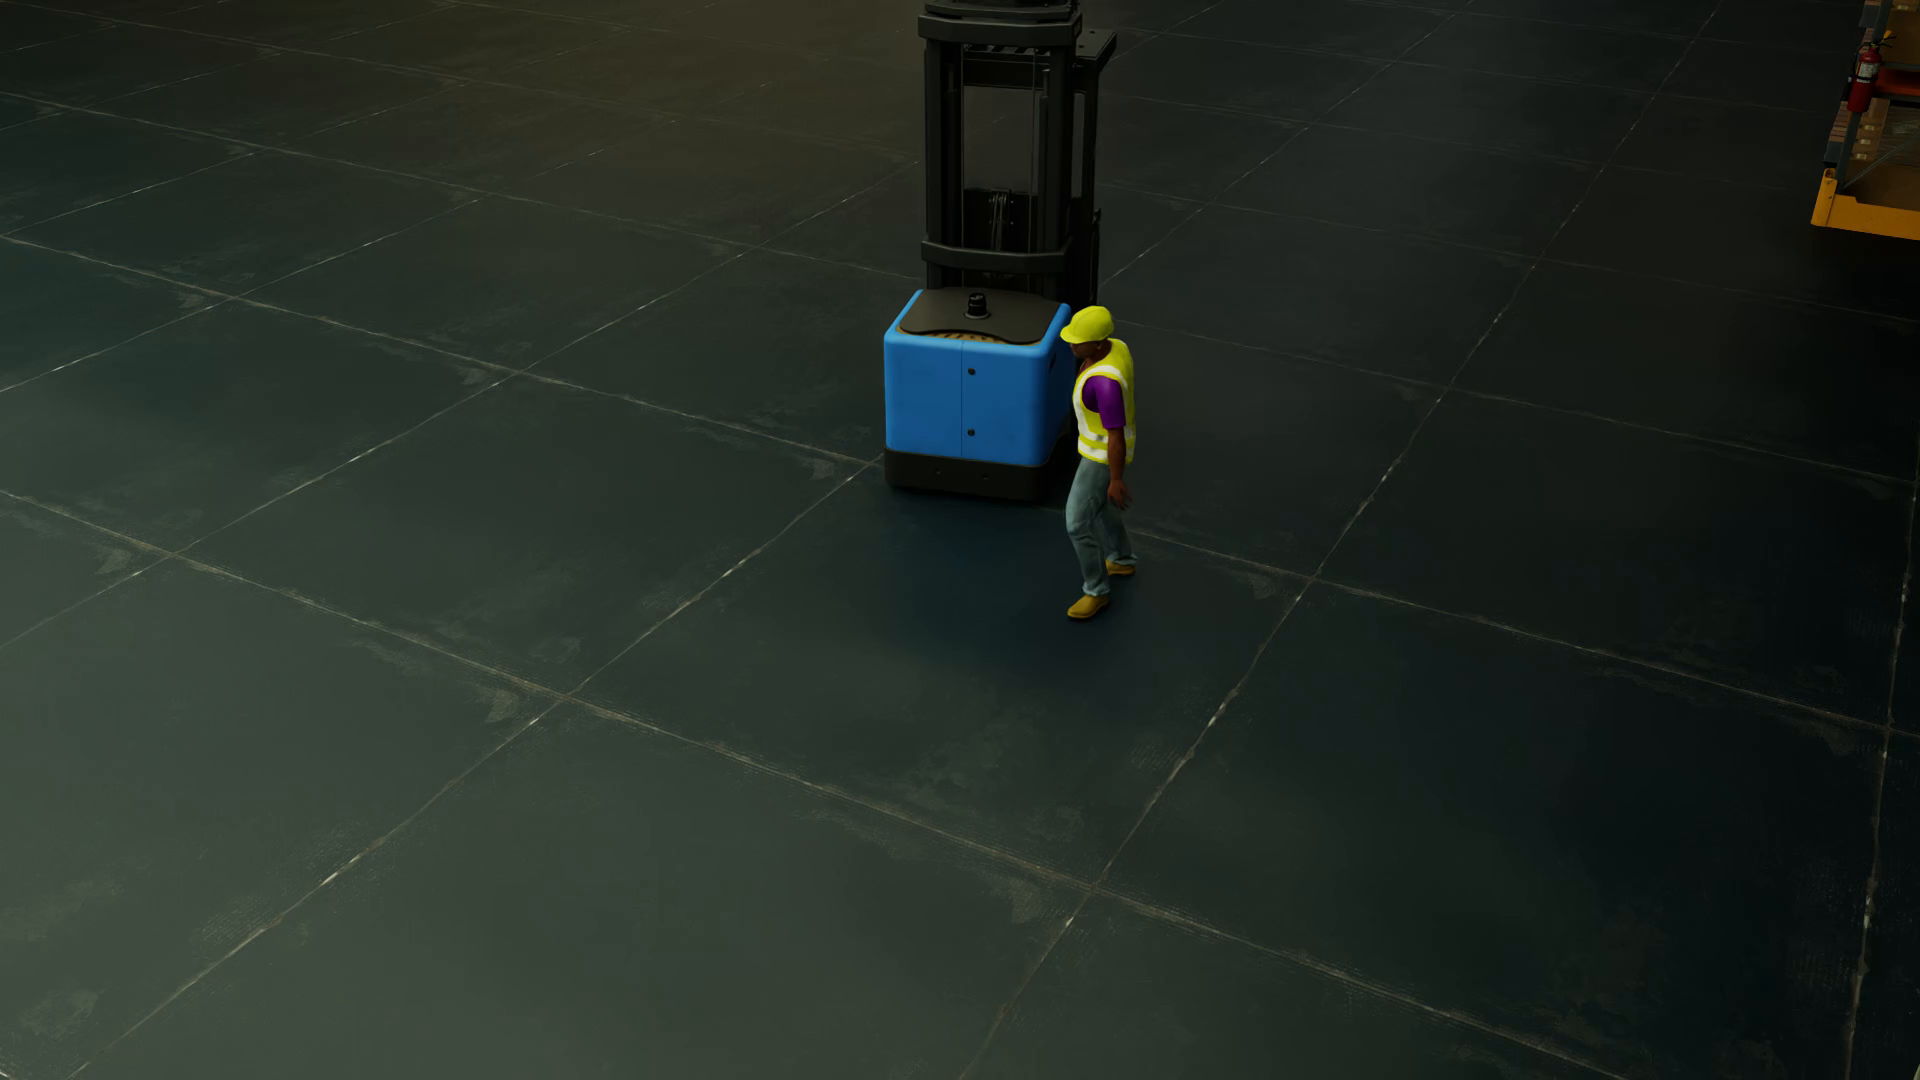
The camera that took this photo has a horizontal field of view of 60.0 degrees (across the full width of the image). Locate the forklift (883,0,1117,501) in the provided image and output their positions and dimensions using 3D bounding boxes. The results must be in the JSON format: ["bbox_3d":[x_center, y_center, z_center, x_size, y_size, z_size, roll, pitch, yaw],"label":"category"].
[{"bbox_3d":[0.377,-2.233,10.940,1.130,2.935,3.031,7,31,12],"label":"forklift"}]

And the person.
[{"bbox_3d":[0.776,-0.497,9.161,0.473,1.733,0.896,4,30,7],"label":"person"}]
